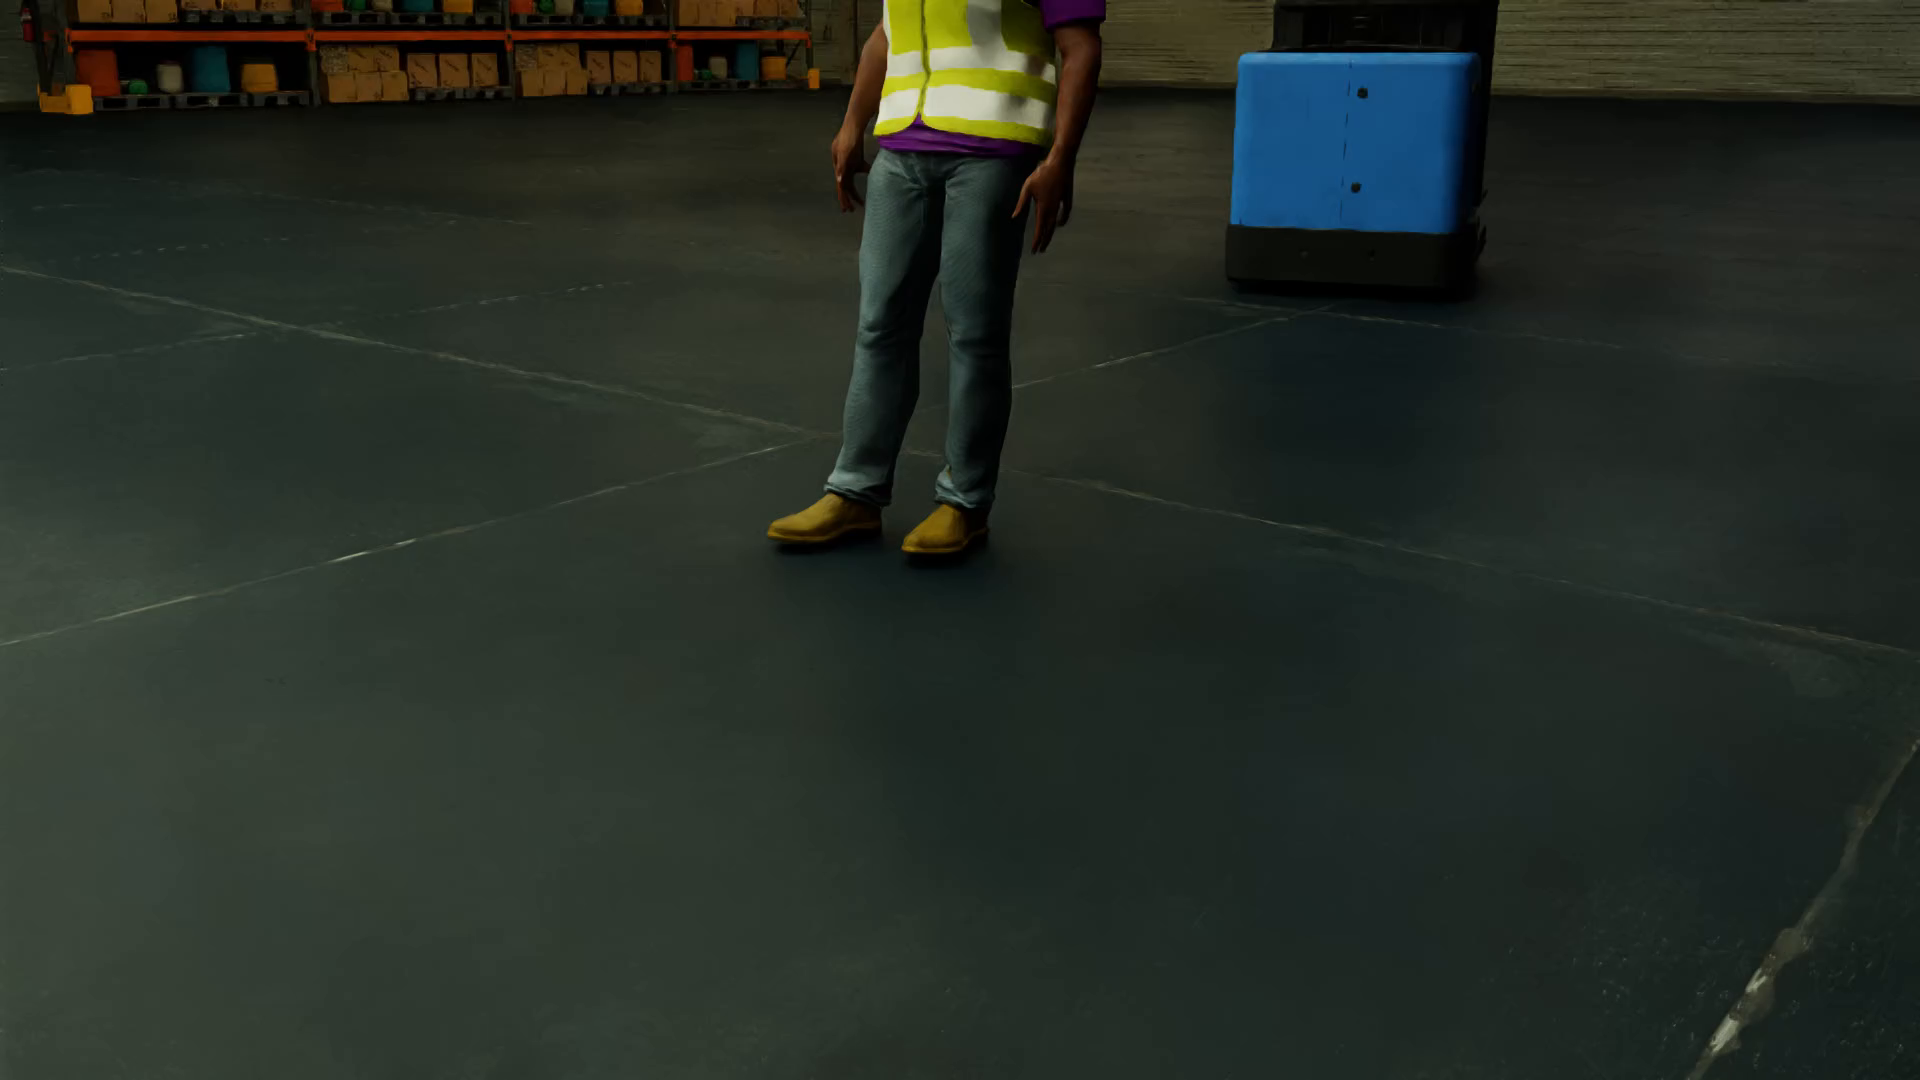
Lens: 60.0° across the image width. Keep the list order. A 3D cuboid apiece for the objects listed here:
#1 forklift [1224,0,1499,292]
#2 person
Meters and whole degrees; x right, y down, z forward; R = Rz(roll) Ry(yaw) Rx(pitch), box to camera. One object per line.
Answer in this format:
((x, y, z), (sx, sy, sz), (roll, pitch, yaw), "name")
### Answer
((2.205, -2.909, 8.479), (1.130, 2.935, 3.031), (6, 18, 19), "forklift")
((-0.049, -0.837, 3.635), (0.665, 1.766, 0.576), (13, 21, 37), "person")
